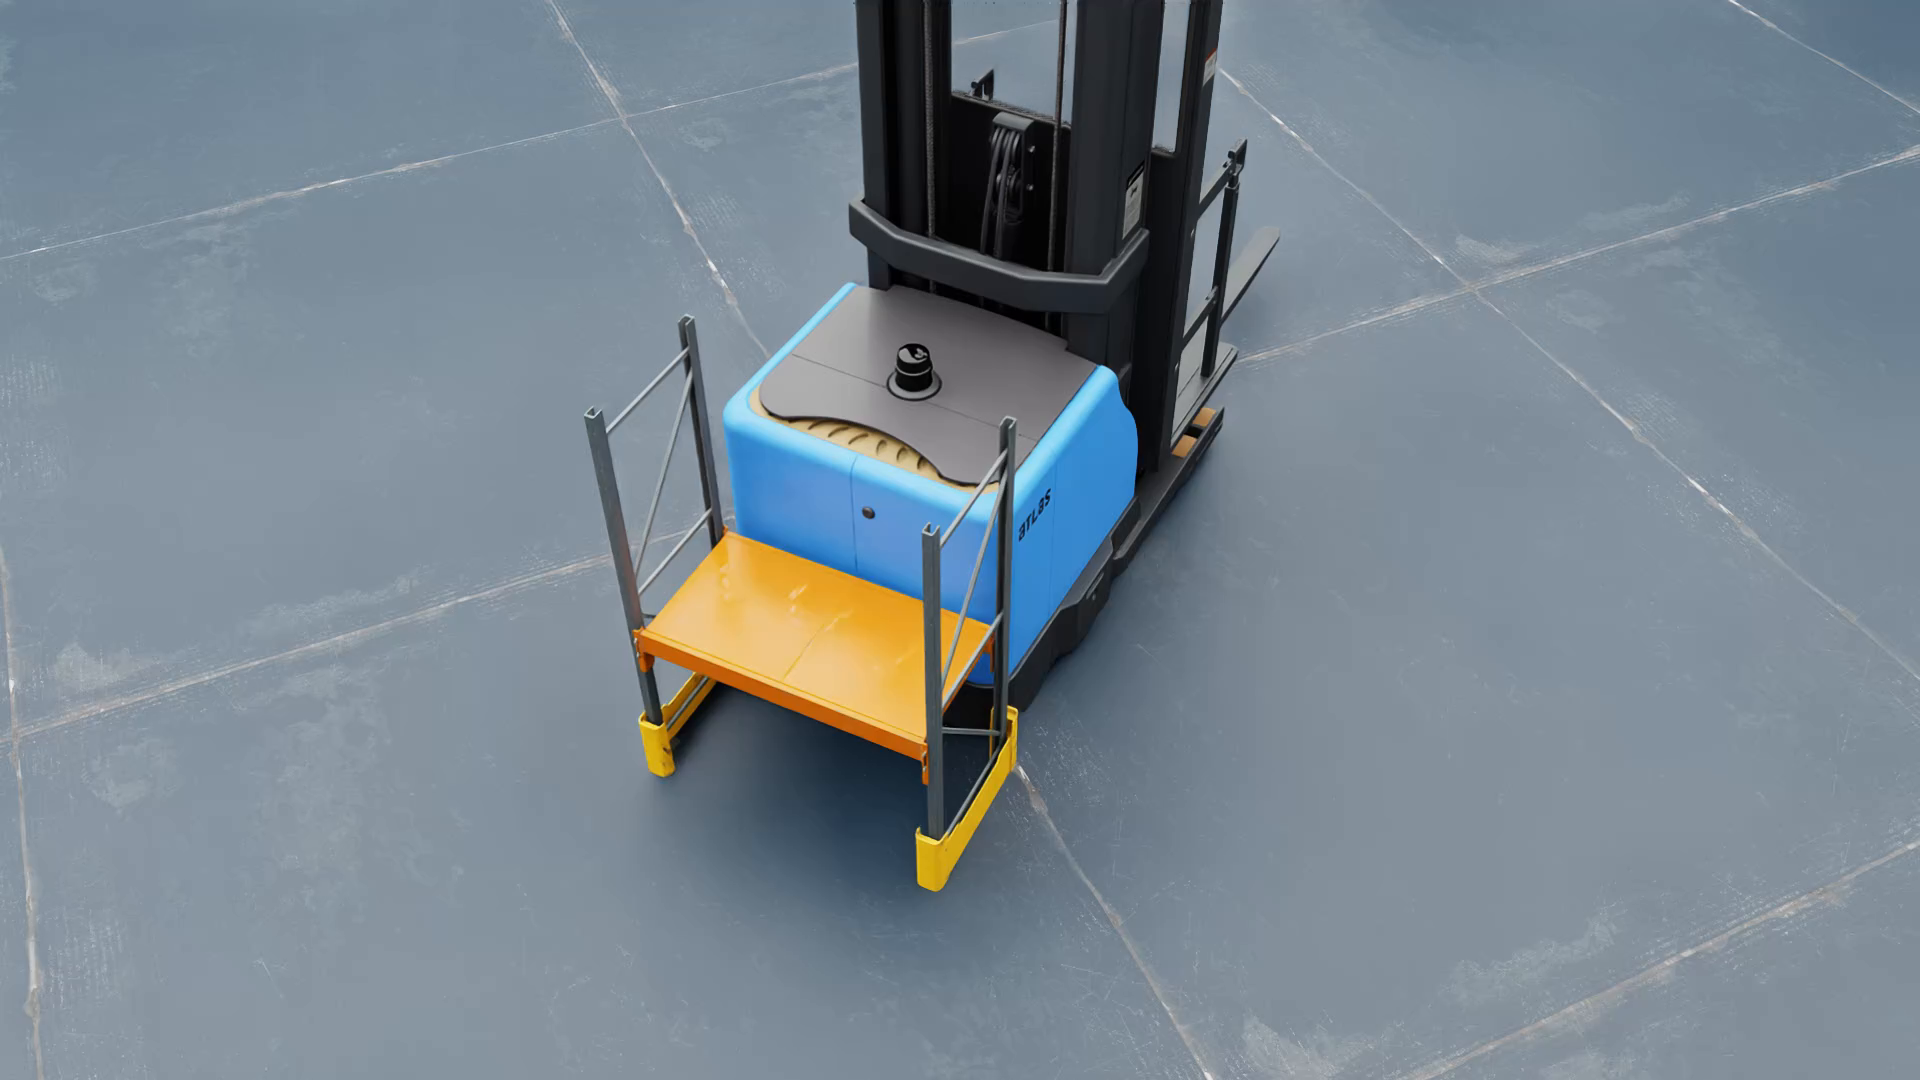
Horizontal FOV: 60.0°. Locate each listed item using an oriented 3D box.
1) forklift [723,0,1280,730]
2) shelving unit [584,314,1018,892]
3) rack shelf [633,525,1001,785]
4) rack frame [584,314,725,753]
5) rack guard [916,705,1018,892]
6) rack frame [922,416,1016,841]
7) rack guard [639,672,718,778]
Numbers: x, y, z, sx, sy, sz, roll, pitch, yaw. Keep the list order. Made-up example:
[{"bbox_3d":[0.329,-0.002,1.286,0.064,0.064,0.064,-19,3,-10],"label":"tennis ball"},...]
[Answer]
[{"bbox_3d":[0.391,-1.430,5.613,1.130,2.935,3.031,21,48,20],"label":"forklift"},{"bbox_3d":[-0.420,0.207,4.972,1.083,1.500,0.587,19,48,18],"label":"shelving unit"},{"bbox_3d":[-0.428,0.333,5.101,1.000,0.185,0.538,19,48,18],"label":"rack shelf"},{"bbox_3d":[-0.884,0.047,5.135,0.032,1.500,0.500,19,48,18],"label":"rack frame"},{"bbox_3d":[0.026,0.807,5.254,0.087,0.250,0.587,19,48,18],"label":"rack guard"},{"bbox_3d":[0.028,0.362,4.815,0.032,1.500,0.500,19,48,18],"label":"rack frame"},{"bbox_3d":[-0.867,0.498,5.567,0.087,0.250,0.587,19,48,18],"label":"rack guard"}]
